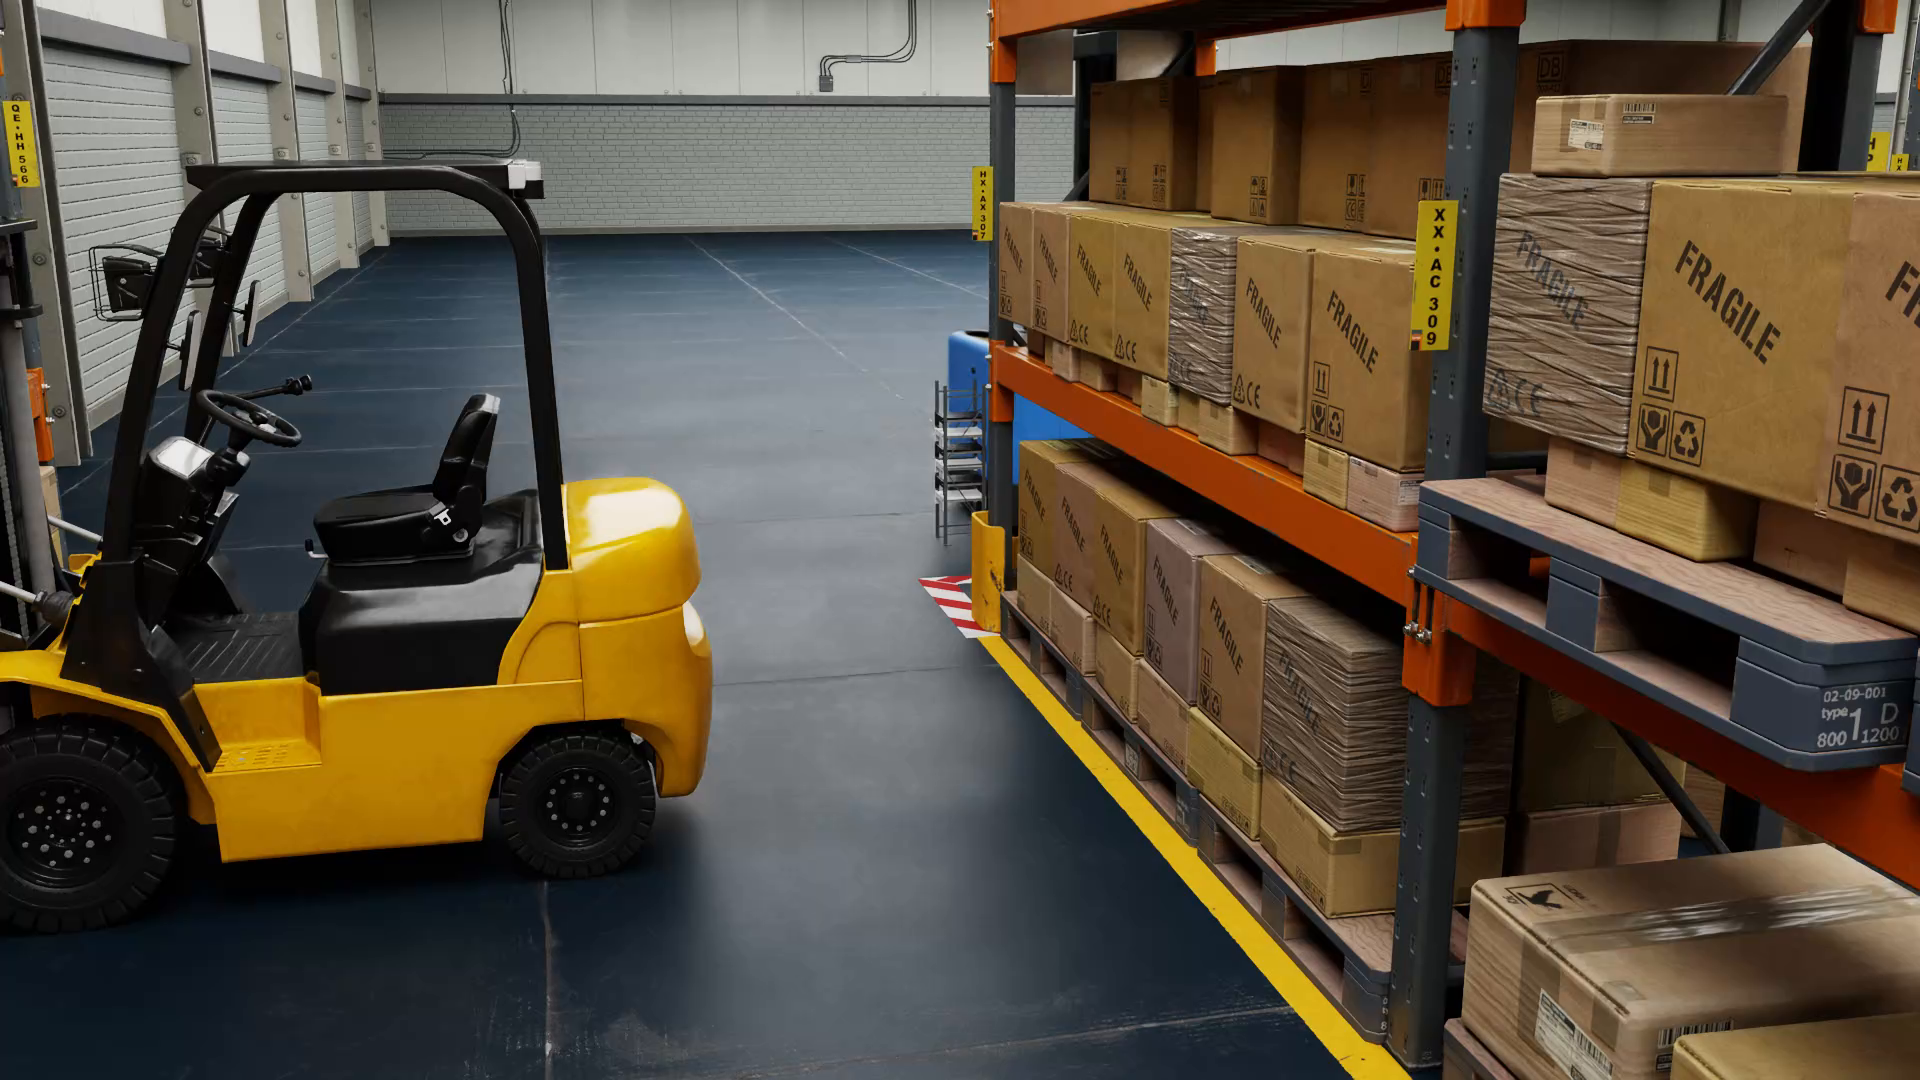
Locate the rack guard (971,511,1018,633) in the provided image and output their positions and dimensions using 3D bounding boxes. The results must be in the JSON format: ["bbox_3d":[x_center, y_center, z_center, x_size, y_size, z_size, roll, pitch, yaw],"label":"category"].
[{"bbox_3d":[0.650,0.117,7.896,1.175,0.500,0.348,-3,14,-13],"label":"rack guard"}]

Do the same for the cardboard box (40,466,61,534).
[{"bbox_3d":[-3.781,-0.103,6.329,0.500,0.250,0.500,-3,14,-11],"label":"cardboard box"}]

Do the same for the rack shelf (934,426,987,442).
[{"bbox_3d":[0.002,-0.578,9.278,0.258,0.077,0.200,-3,14,-13],"label":"rack shelf"}]

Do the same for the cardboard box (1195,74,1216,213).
[{"bbox_3d":[1.296,-1.459,6.135,0.700,0.500,0.500,-3,14,-14],"label":"cardboard box"}]

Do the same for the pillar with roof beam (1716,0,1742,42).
[{"bbox_3d":[14.484,-11.978,39.492,9.100,9.000,0.400,-3,14,-13],"label":"pillar with roof beam"}]

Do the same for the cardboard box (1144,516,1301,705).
[{"bbox_3d":[0.930,0.219,5.540,0.500,0.500,0.500,-3,14,-10],"label":"cardboard box"}]

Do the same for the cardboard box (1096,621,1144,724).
[{"bbox_3d":[0.806,0.462,6.126,0.500,0.250,0.500,-2,14,-9],"label":"cardboard box"}]

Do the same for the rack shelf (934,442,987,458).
[{"bbox_3d":[0.002,-0.490,9.299,0.258,0.077,0.200,-3,14,-13],"label":"rack shelf"}]

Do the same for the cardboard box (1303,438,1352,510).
[{"bbox_3d":[1.134,-0.185,4.391,0.380,0.149,0.250,-3,14,-12],"label":"cardboard box"}]

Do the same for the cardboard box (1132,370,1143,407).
[{"bbox_3d":[0.829,-0.541,5.850,0.380,0.149,0.250,-4,14,-15],"label":"cardboard box"}]

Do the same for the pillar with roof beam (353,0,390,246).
[{"bbox_3d":[-7.766,-10.702,34.270,9.100,9.000,0.400,-3,14,-13],"label":"pillar with roof beam"}]

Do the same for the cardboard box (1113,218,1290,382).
[{"bbox_3d":[0.847,-0.830,5.665,0.500,0.500,0.500,-4,14,-14],"label":"cardboard box"}]

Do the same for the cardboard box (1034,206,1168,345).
[{"bbox_3d":[0.598,-1.064,6.625,0.500,0.500,0.500,-3,14,-11],"label":"cardboard box"}]

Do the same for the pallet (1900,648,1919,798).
[{"bbox_3d":[2.006,0.369,1.999,1.003,0.211,1.213,-3,14,-13],"label":"pallet"}]

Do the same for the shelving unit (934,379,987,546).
[{"bbox_3d":[0.002,-0.435,9.313,0.258,0.900,0.210,-3,14,-13],"label":"shelving unit"}]

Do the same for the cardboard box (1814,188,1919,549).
[{"bbox_3d":[1.624,-0.235,2.346,0.500,0.500,0.500,-3,14,-14],"label":"cardboard box"}]

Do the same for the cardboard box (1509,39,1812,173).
[{"bbox_3d":[1.679,-0.985,4.193,0.700,0.500,0.500,-3,14,-14],"label":"cardboard box"}]

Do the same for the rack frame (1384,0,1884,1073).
[{"bbox_3d":[1.572,-0.192,3.894,1.000,3.000,0.127,-3,14,-13],"label":"rack frame"}]

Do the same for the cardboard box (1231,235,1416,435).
[{"bbox_3d":[1.098,-0.592,4.694,0.500,0.500,0.500,-3,14,-11],"label":"cardboard box"}]

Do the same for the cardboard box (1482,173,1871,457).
[{"bbox_3d":[1.403,-0.465,3.289,0.500,0.500,0.500,-3,14,-12],"label":"cardboard box"}]

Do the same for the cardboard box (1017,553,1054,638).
[{"bbox_3d":[0.553,0.218,7.122,0.500,0.250,0.500,-3,14,-14],"label":"cardboard box"}]

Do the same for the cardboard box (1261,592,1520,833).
[{"bbox_3d":[1.172,0.454,4.579,0.500,0.500,0.500,-3,14,-14],"label":"cardboard box"}]

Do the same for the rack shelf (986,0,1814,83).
[{"bbox_3d":[1.102,-1.761,5.512,1.077,0.370,4.000,-3,14,-13],"label":"rack shelf"}]

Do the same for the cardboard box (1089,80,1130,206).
[{"bbox_3d":[0.964,-1.688,7.072,0.700,0.500,0.500,-4,14,-15],"label":"cardboard box"}]

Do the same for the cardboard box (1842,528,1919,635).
[{"bbox_3d":[1.605,0.052,2.539,0.380,0.149,0.250,-3,14,-12],"label":"cardboard box"}]

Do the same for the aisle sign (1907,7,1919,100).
[{"bbox_3d":[5.112,-2.677,8.585,0.394,0.787,0.004,-3,14,-13],"label":"aisle sign"}]

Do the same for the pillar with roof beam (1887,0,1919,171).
[{"bbox_3d":[15.893,-10.593,33.826,9.100,9.000,0.400,-3,14,-13],"label":"pillar with roof beam"}]

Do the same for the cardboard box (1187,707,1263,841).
[{"bbox_3d":[1.037,0.696,5.168,0.500,0.250,0.500,-4,14,-15],"label":"cardboard box"}]

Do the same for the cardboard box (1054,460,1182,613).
[{"bbox_3d":[0.686,-0.020,6.518,0.500,0.500,0.500,-4,14,-15],"label":"cardboard box"}]

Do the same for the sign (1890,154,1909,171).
[{"bbox_3d":[4.879,-1.844,8.662,0.100,0.325,0.005,-3,14,-13],"label":"sign"}]

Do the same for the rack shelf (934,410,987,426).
[{"bbox_3d":[0.002,-0.665,9.256,0.258,0.077,0.200,-3,14,-13],"label":"rack shelf"}]

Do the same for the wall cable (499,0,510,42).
[{"bbox_3d":[-8.727,-12.311,36.757,3.097,2.526,0.112,-3,14,-13],"label":"wall cable"}]

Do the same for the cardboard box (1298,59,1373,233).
[{"bbox_3d":[1.489,-1.221,5.160,0.700,0.500,0.500,-4,14,-14],"label":"cardboard box"}]

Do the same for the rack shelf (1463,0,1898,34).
[{"bbox_3d":[2.041,-0.839,1.735,1.077,0.370,4.000,-3,14,-13],"label":"rack shelf"}]

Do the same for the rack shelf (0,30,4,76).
[{"bbox_3d":[-3.722,-1.484,4.376,1.077,0.370,4.000,-3,14,-13],"label":"rack shelf"}]

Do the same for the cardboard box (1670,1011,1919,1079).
[{"bbox_3d":[1.869,1.167,2.983,0.950,0.372,0.625,-2,14,-10],"label":"cardboard box"}]

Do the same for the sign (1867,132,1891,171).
[{"bbox_3d":[2.110,-0.786,3.886,0.100,0.325,0.005,-3,14,-13],"label":"sign"}]

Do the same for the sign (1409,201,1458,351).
[{"bbox_3d":[1.046,-0.581,3.660,0.100,0.325,0.005,-3,14,-13],"label":"sign"}]

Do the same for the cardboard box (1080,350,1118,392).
[{"bbox_3d":[0.676,-0.661,6.342,0.380,0.149,0.250,-3,14,-12],"label":"cardboard box"}]

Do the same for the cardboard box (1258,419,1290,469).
[{"bbox_3d":[1.104,-0.307,4.894,0.380,0.149,0.250,-3,14,-14],"label":"cardboard box"}]

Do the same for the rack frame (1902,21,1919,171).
[{"bbox_3d":[5.420,-1.414,8.895,1.000,3.000,0.127,-3,14,-13],"label":"rack frame"}]

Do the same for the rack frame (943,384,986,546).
[{"bbox_3d":[0.026,-0.412,9.217,0.240,0.900,0.006,-3,14,-13],"label":"rack frame"}]

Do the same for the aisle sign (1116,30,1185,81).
[{"bbox_3d":[0.899,-2.408,7.487,0.394,0.787,0.004,-3,14,-13],"label":"aisle sign"}]

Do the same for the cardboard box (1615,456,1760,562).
[{"bbox_3d":[1.444,-0.071,3.042,0.380,0.149,0.250,-3,14,-12],"label":"cardboard box"}]

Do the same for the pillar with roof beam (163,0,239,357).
[{"bbox_3d":[-3.538,-6.549,17.273,9.100,9.000,0.400,-3,14,-13],"label":"pillar with roof beam"}]

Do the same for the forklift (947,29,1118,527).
[{"bbox_3d":[1.485,-1.656,10.029,3.031,2.935,1.130,-5,14,-18],"label":"forklift"}]

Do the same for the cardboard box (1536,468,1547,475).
[{"bbox_3d":[1.700,-0.216,4.521,0.380,0.149,0.250,-3,14,-12],"label":"cardboard box"}]

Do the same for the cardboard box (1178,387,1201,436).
[{"bbox_3d":[0.927,-0.422,5.364,0.380,0.149,0.250,-4,14,-14],"label":"cardboard box"}]

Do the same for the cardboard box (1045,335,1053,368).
[{"bbox_3d":[0.567,-0.780,6.828,0.380,0.149,0.250,-4,14,-15],"label":"cardboard box"}]

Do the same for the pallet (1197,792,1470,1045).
[{"bbox_3d":[1.379,1.009,4.851,1.003,0.211,1.213,-3,14,-13],"label":"pallet"}]

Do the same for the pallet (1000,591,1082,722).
[{"bbox_3d":[0.806,0.446,7.155,1.003,0.211,1.213,-3,14,-13],"label":"pallet"}]

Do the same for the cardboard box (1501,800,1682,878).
[{"bbox_3d":[1.695,0.788,4.789,0.500,0.250,0.500,-4,14,-16],"label":"cardboard box"}]
